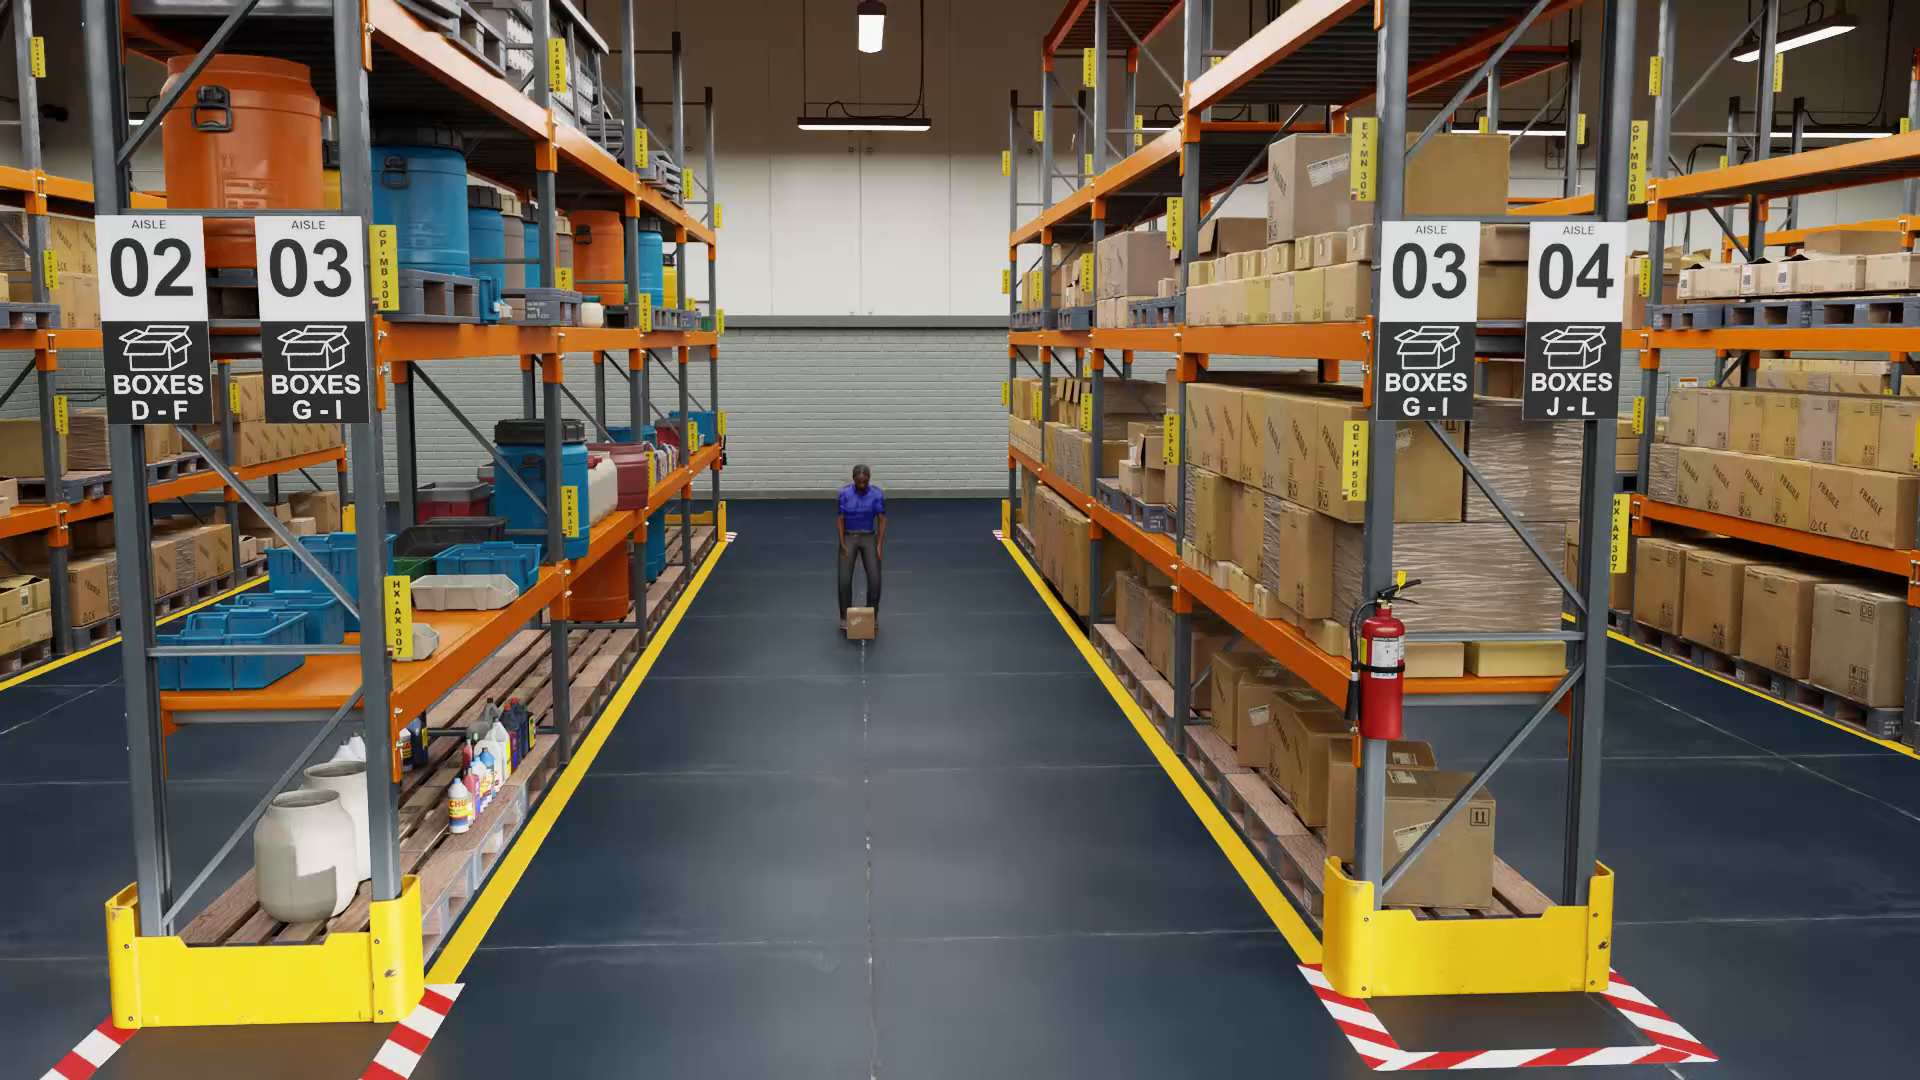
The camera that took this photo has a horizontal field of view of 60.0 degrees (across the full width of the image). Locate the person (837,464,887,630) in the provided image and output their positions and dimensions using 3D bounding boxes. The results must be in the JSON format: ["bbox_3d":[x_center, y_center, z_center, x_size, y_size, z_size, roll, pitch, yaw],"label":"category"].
[{"bbox_3d":[-0.926,0.058,15.701,0.469,1.575,0.431,0,7,-2],"label":"person"}]
